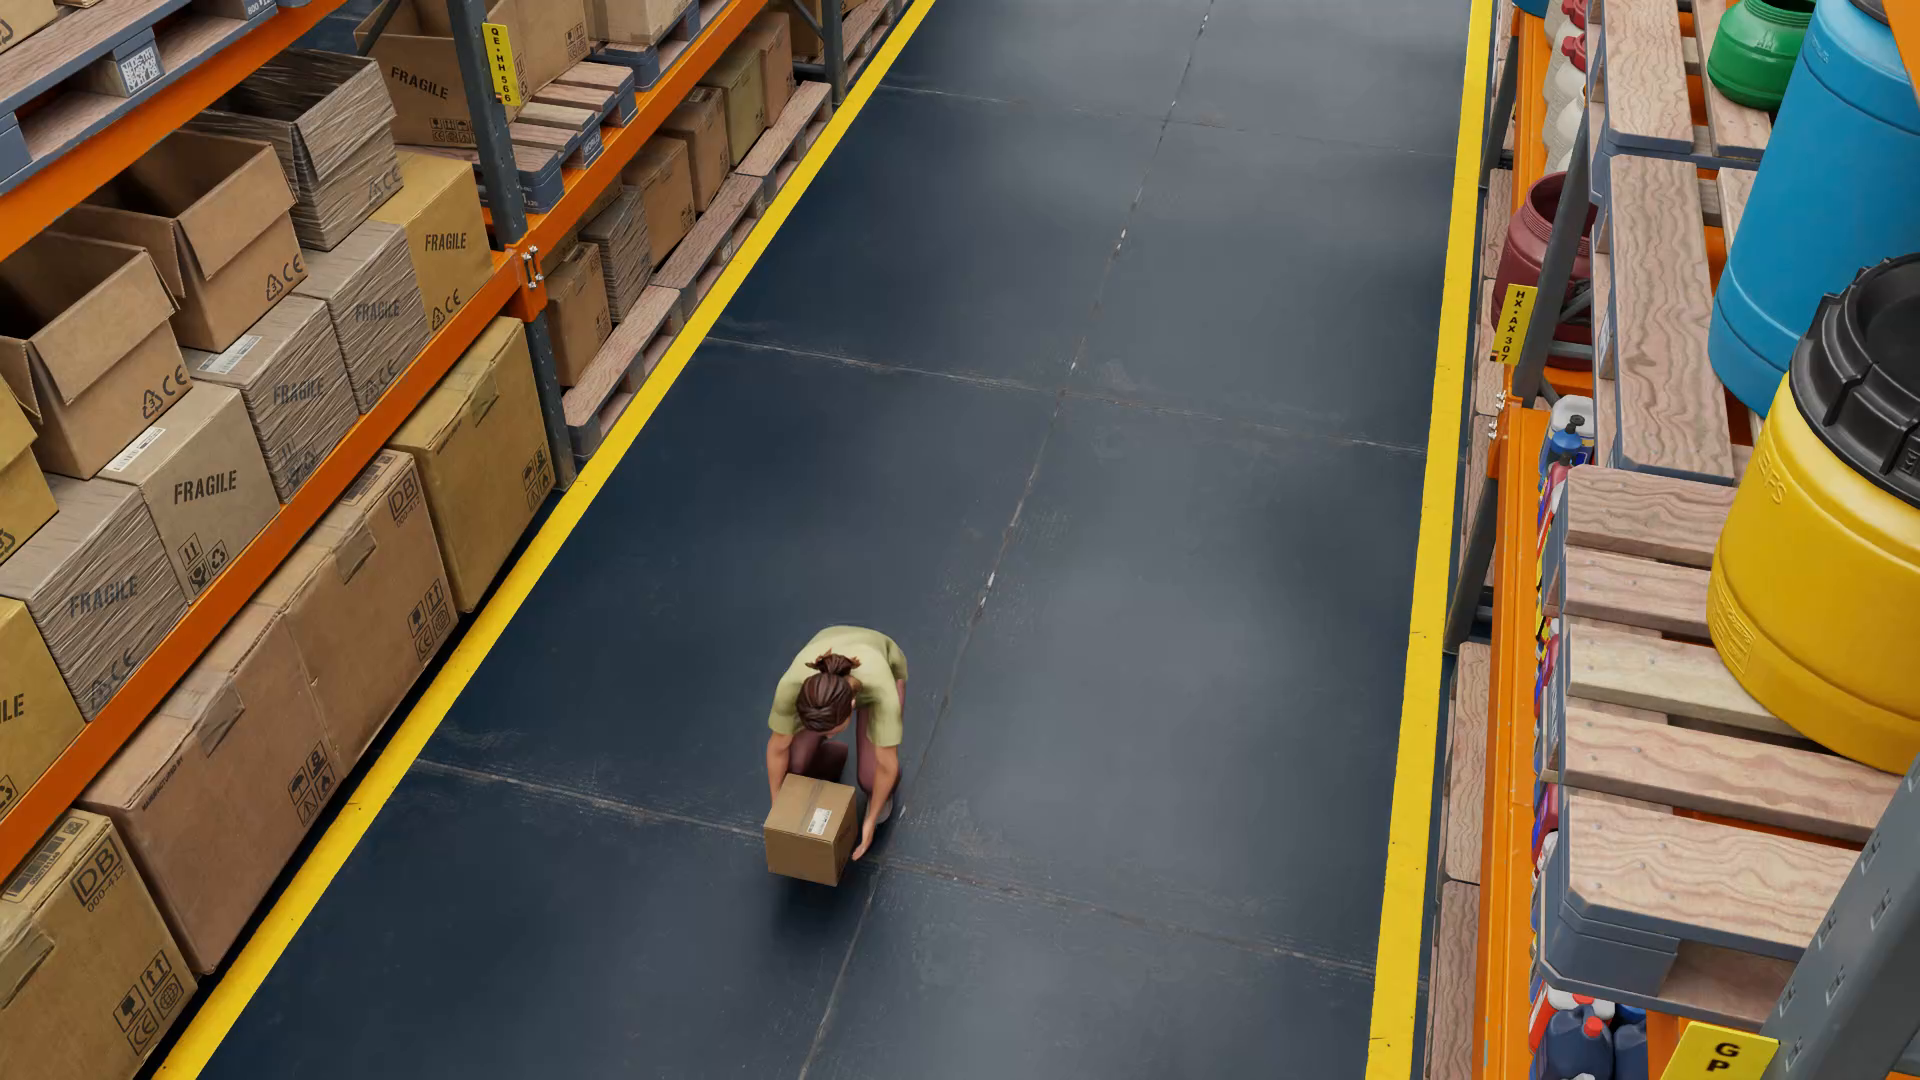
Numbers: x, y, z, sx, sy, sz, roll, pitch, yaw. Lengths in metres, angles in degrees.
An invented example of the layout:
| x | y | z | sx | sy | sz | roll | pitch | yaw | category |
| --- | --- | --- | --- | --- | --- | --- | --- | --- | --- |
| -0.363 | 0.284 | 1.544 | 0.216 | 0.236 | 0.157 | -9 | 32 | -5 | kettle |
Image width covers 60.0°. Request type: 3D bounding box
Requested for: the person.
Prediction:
| x | y | z | sx | sy | sz | roll | pitch | yaw | category |
| --- | --- | --- | --- | --- | --- | --- | --- | --- | --- |
| -0.402 | 0.653 | 5.935 | 0.496 | 0.991 | 0.775 | 10 | 42 | 11 | person |
